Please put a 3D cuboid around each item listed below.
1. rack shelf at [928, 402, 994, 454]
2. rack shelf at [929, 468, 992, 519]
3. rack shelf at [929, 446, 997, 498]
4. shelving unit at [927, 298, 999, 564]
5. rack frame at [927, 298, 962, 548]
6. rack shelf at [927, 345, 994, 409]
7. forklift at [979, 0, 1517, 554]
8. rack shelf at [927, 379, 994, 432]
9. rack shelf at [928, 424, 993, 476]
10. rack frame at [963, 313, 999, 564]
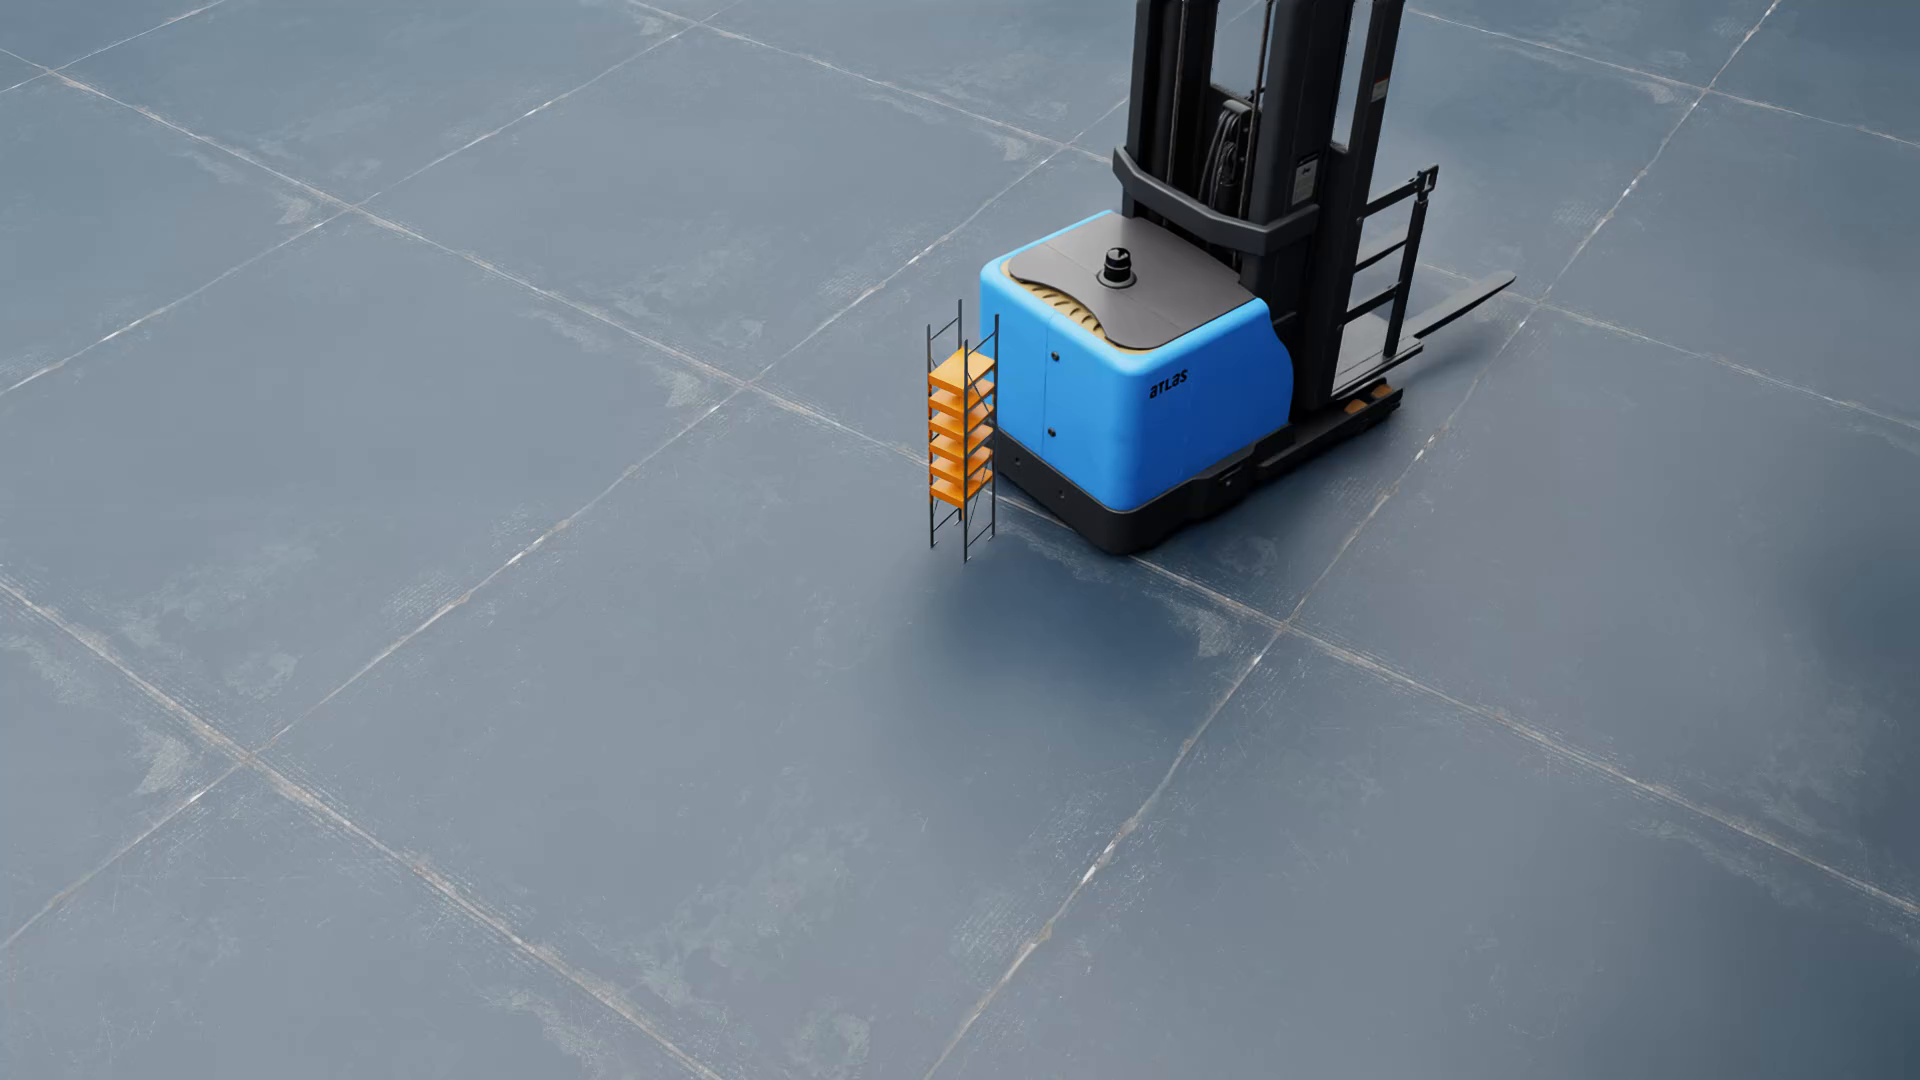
[{"bbox_3d":[0.012,-0.498,7.042,0.180,0.103,0.258,25,48,25],"label":"rack shelf"},{"bbox_3d":[0.012,-0.230,7.282,0.180,0.103,0.258,25,48,25],"label":"rack shelf"},{"bbox_3d":[0.012,-0.319,7.202,0.180,0.103,0.258,25,48,25],"label":"rack shelf"},{"bbox_3d":[0.012,-0.442,7.092,0.189,1.200,0.258,25,48,25],"label":"shelving unit"},{"bbox_3d":[-0.063,-0.477,7.131,0.006,1.200,0.240,25,48,25],"label":"rack frame"},{"bbox_3d":[0.012,-0.677,6.882,0.180,0.103,0.258,25,48,25],"label":"rack shelf"},{"bbox_3d":[1.536,-1.854,7.373,3.031,2.935,1.130,-28,49,-28],"label":"forklift"},{"bbox_3d":[0.012,-0.587,6.962,0.180,0.103,0.258,25,48,25],"label":"rack shelf"},{"bbox_3d":[0.012,-0.408,7.122,0.180,0.103,0.258,25,48,25],"label":"rack shelf"},{"bbox_3d":[0.087,-0.407,7.053,0.006,1.200,0.240,25,48,25],"label":"rack frame"}]
